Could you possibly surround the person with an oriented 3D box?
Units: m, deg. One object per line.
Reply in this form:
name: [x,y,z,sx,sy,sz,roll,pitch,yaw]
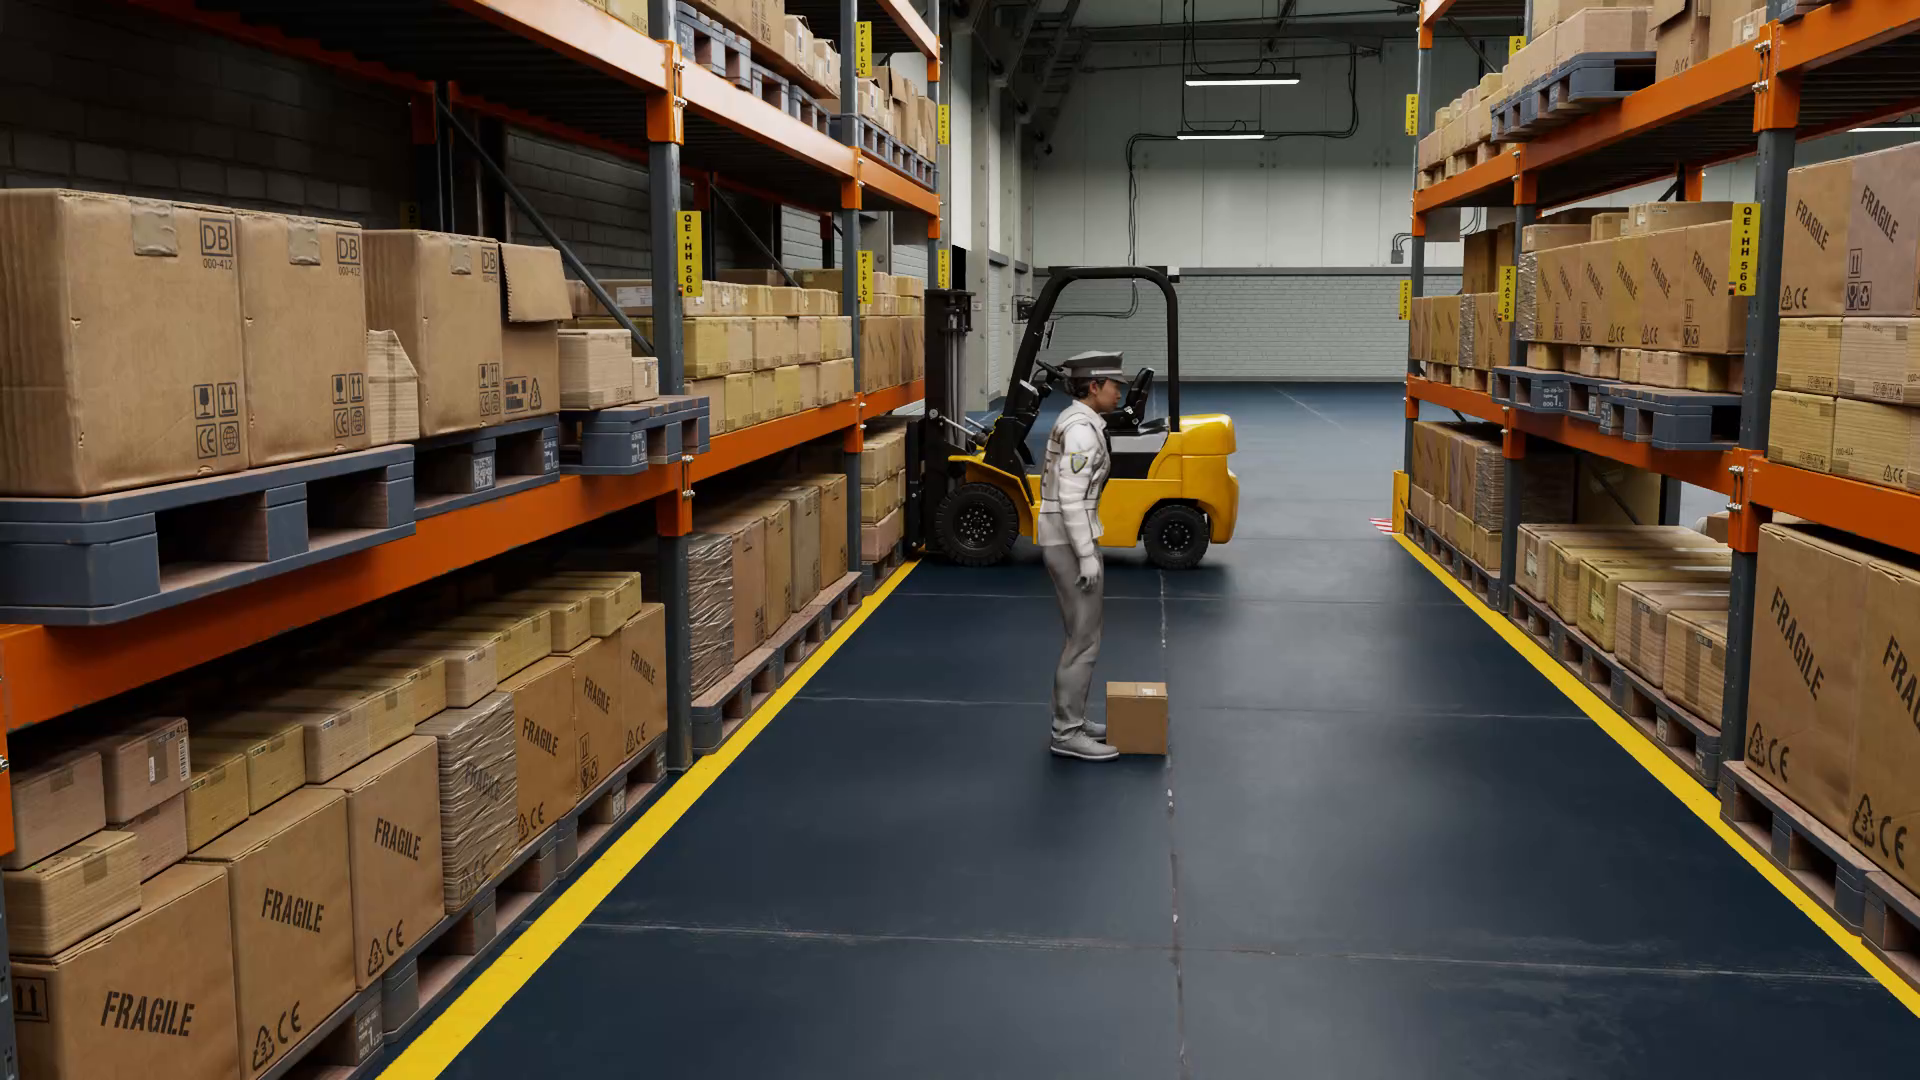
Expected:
person: [0.504,0.048,6.929,0.371,1.664,0.526,1,8,7]
